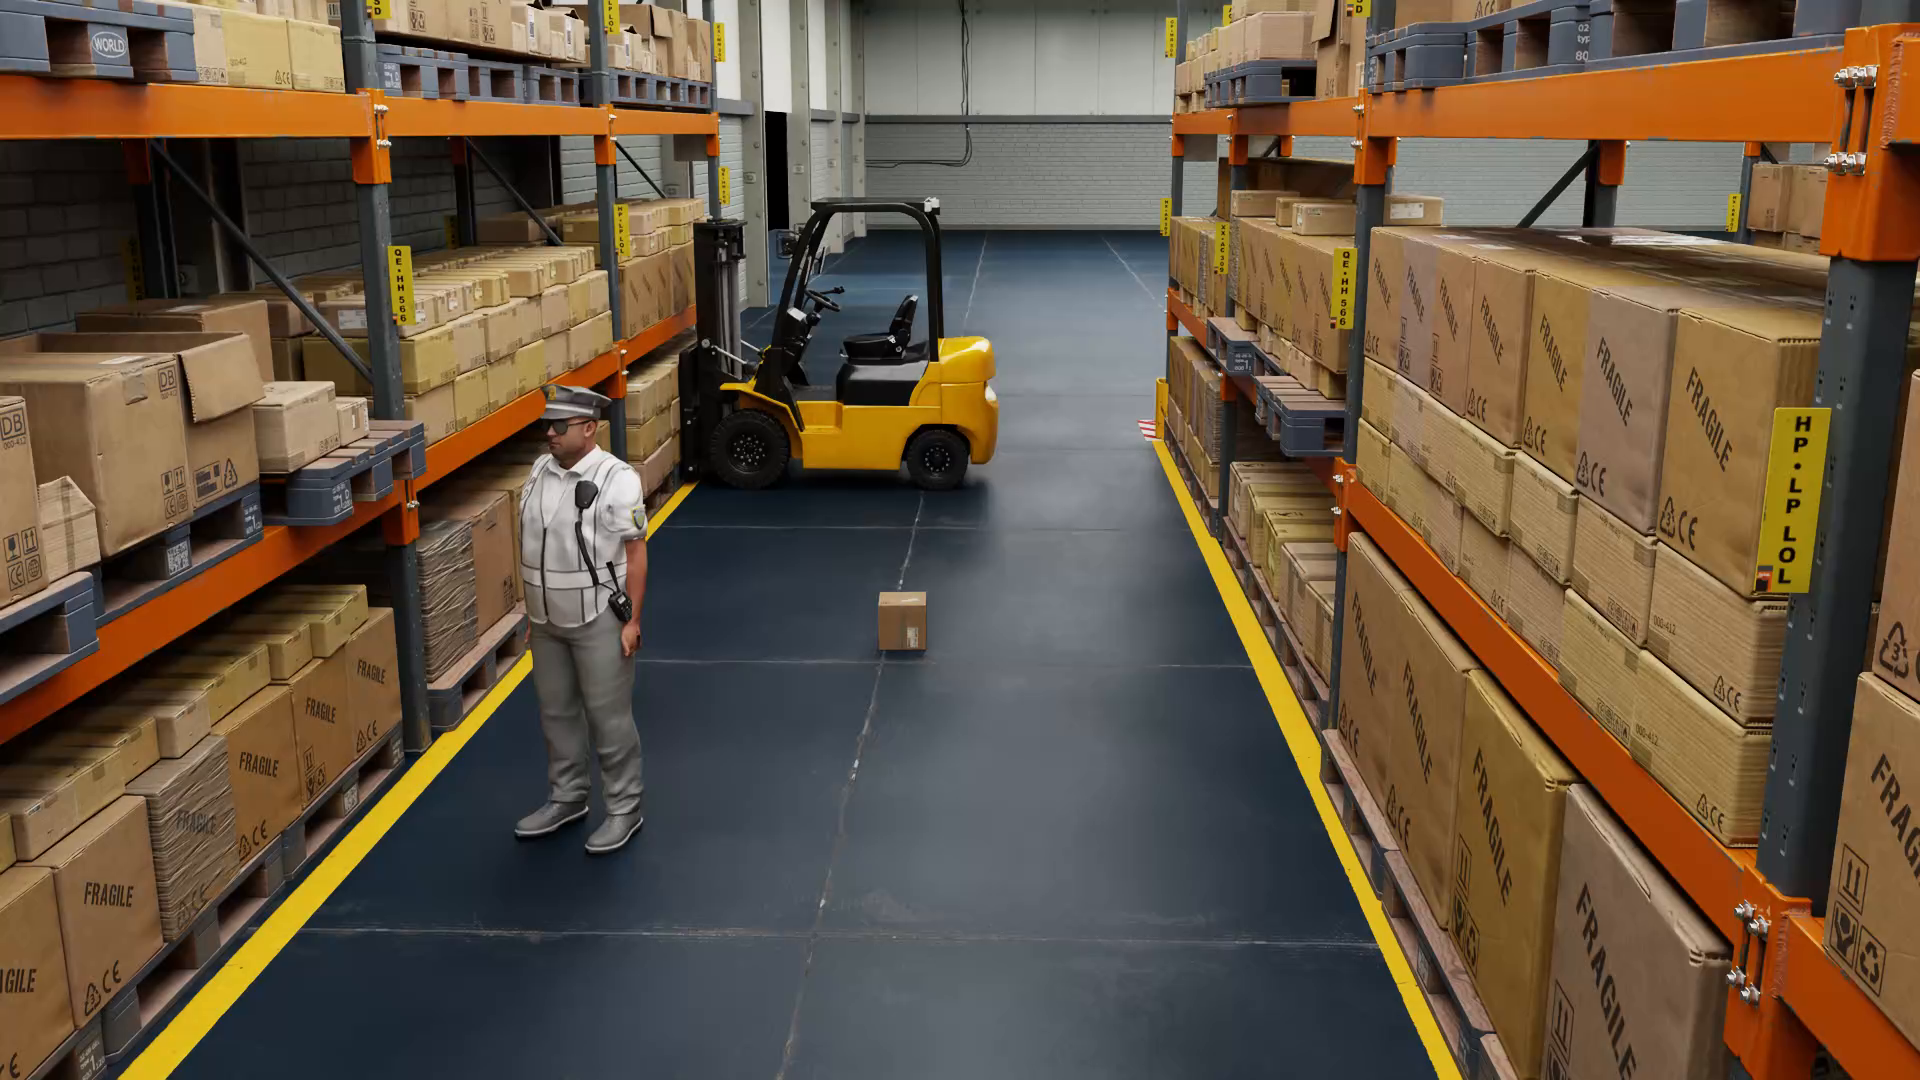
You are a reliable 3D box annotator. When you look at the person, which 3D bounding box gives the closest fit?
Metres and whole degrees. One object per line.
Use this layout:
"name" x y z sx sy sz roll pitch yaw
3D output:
"person" -1.440 0.281 6.298 0.527 1.773 0.395 7 15 26
